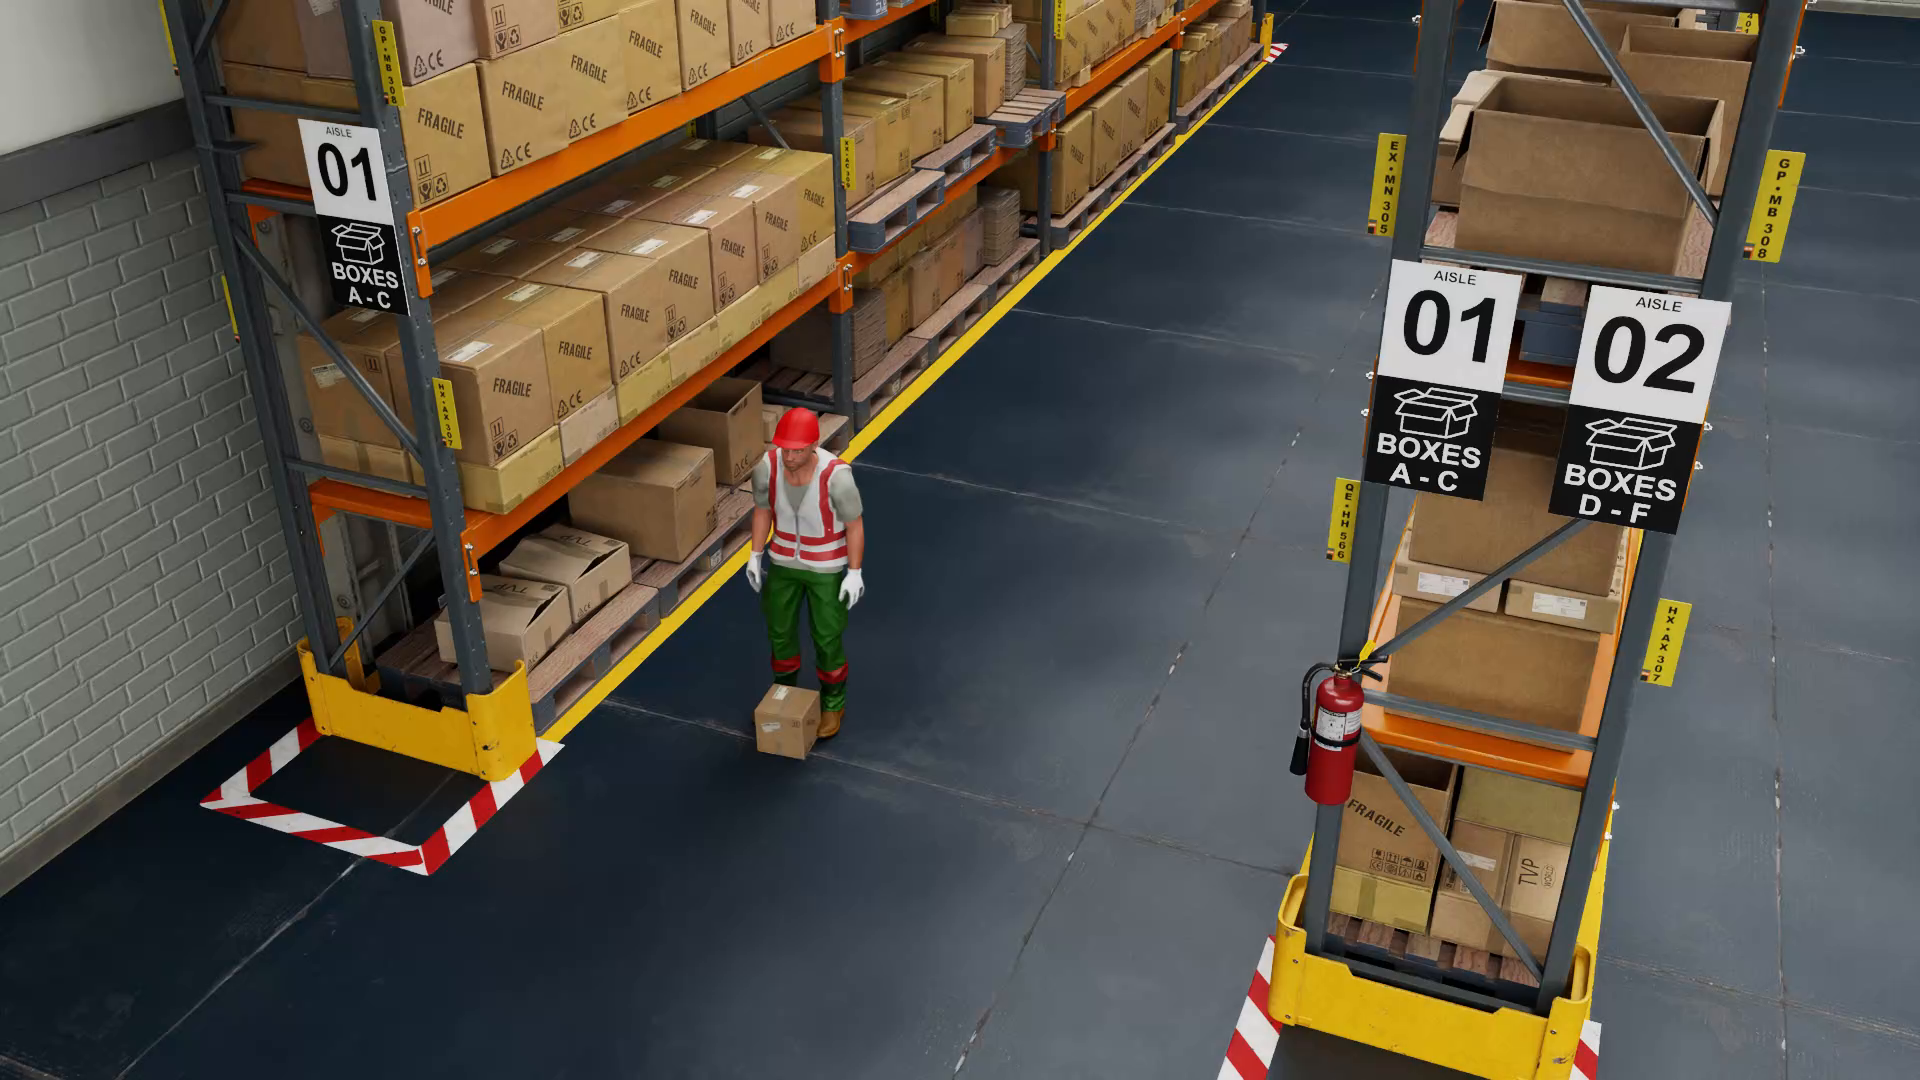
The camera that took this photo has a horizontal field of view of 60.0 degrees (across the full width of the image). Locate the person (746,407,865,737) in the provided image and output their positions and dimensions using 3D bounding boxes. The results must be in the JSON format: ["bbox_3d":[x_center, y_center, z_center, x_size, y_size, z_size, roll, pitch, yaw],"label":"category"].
[{"bbox_3d":[-0.759,0.143,8.132,0.613,1.778,0.452,9,31,16],"label":"person"}]
